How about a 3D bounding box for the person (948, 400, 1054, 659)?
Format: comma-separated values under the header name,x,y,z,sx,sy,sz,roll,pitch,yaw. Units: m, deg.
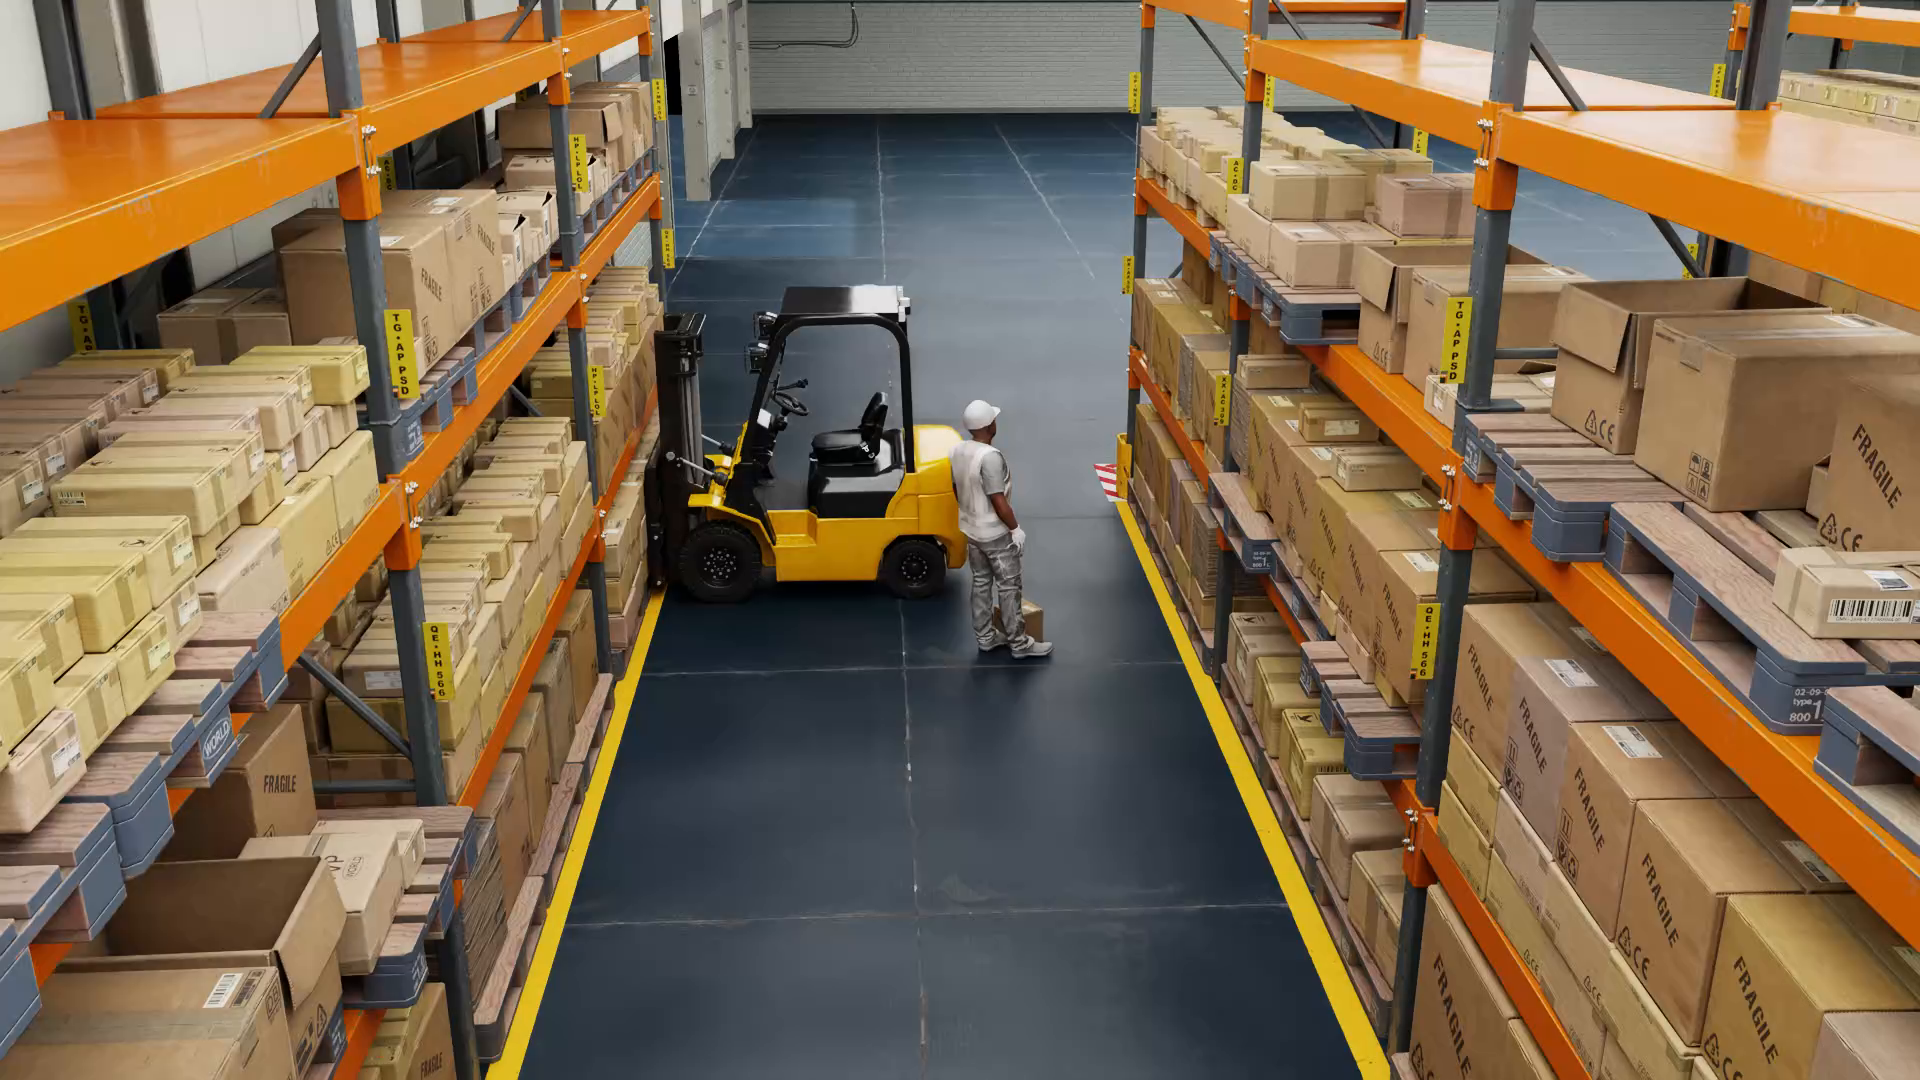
name,x,y,z,sx,sy,sz,roll,pitch,yaw
person,0.259,-0.092,11.270,0.577,1.781,0.656,-12,23,-30
